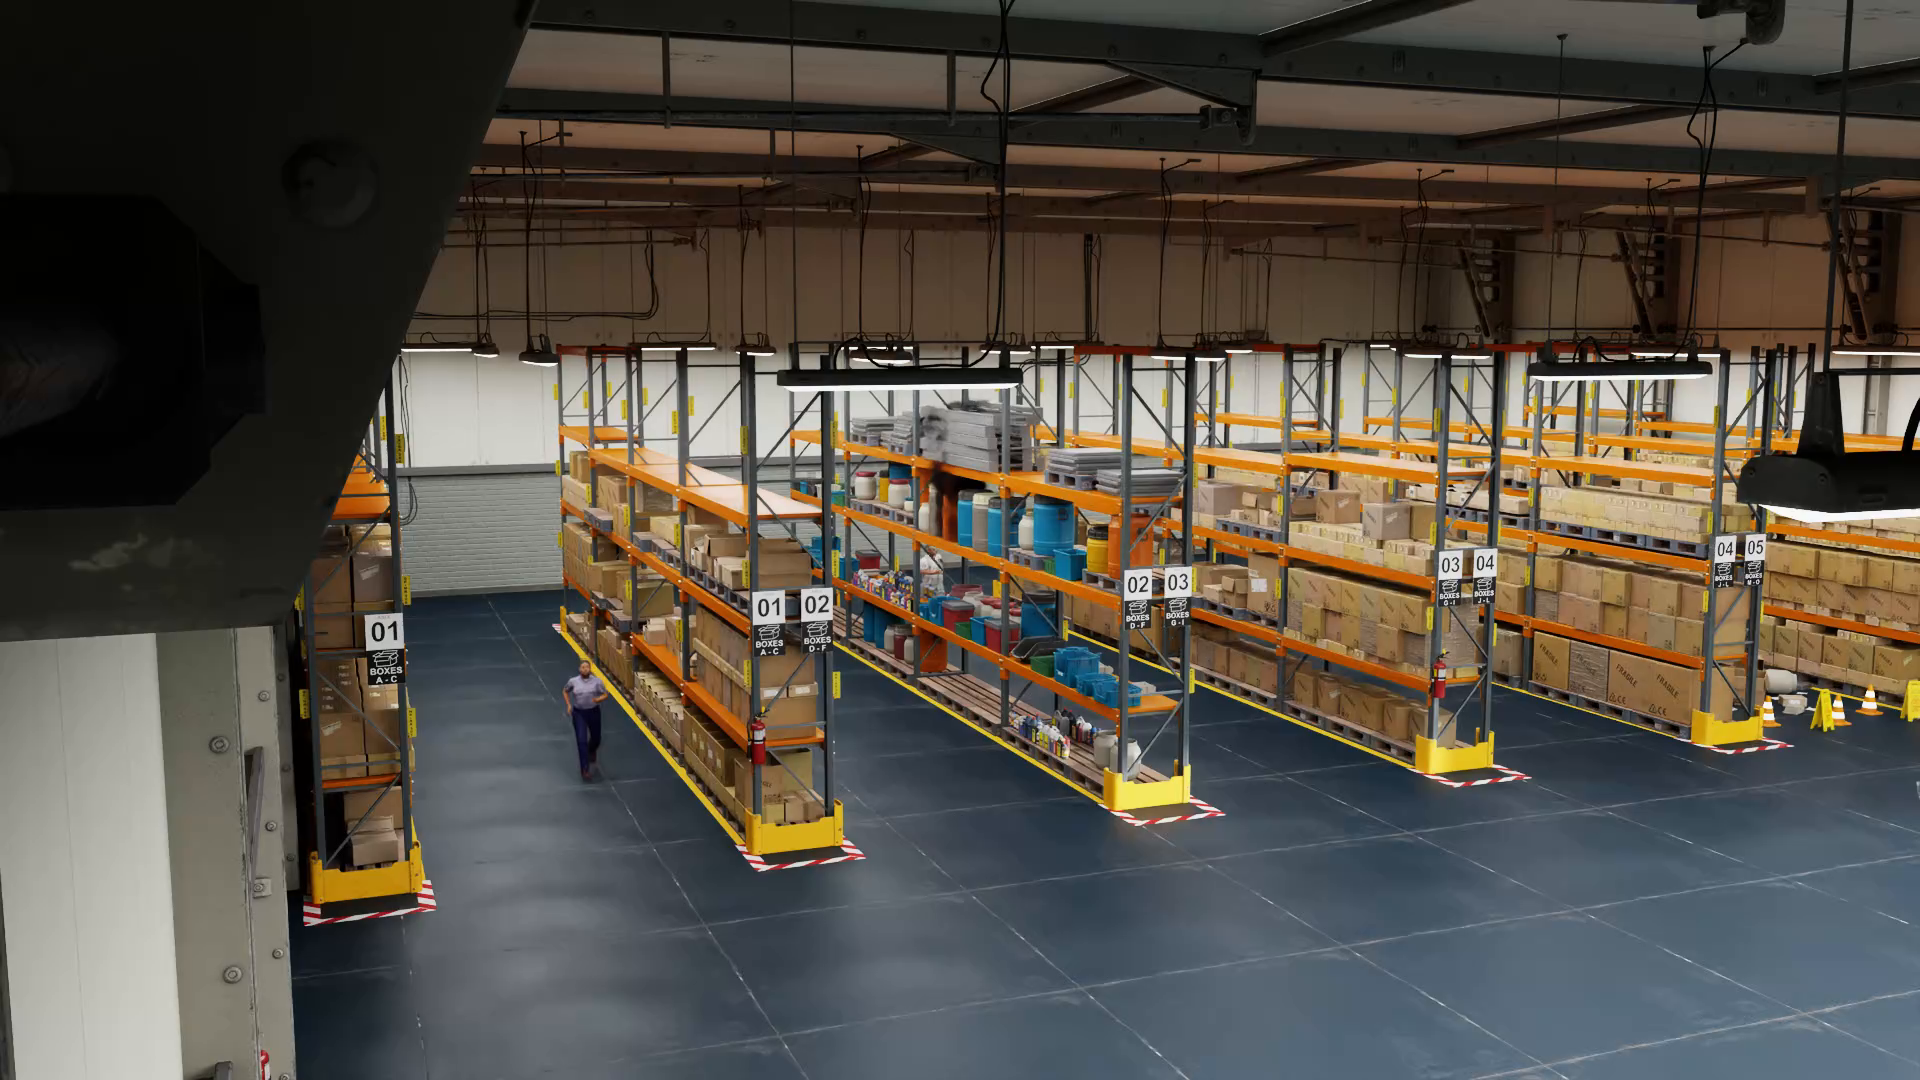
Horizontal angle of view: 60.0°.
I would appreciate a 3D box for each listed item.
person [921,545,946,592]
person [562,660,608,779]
[{"bbox_3d":[-0.585,0.950,35.549,0.630,1.845,0.872,-4,8,-30],"label":"person"},{"bbox_3d":[-5.326,2.506,23.705,0.614,1.624,0.923,-3,8,-19],"label":"person"}]
